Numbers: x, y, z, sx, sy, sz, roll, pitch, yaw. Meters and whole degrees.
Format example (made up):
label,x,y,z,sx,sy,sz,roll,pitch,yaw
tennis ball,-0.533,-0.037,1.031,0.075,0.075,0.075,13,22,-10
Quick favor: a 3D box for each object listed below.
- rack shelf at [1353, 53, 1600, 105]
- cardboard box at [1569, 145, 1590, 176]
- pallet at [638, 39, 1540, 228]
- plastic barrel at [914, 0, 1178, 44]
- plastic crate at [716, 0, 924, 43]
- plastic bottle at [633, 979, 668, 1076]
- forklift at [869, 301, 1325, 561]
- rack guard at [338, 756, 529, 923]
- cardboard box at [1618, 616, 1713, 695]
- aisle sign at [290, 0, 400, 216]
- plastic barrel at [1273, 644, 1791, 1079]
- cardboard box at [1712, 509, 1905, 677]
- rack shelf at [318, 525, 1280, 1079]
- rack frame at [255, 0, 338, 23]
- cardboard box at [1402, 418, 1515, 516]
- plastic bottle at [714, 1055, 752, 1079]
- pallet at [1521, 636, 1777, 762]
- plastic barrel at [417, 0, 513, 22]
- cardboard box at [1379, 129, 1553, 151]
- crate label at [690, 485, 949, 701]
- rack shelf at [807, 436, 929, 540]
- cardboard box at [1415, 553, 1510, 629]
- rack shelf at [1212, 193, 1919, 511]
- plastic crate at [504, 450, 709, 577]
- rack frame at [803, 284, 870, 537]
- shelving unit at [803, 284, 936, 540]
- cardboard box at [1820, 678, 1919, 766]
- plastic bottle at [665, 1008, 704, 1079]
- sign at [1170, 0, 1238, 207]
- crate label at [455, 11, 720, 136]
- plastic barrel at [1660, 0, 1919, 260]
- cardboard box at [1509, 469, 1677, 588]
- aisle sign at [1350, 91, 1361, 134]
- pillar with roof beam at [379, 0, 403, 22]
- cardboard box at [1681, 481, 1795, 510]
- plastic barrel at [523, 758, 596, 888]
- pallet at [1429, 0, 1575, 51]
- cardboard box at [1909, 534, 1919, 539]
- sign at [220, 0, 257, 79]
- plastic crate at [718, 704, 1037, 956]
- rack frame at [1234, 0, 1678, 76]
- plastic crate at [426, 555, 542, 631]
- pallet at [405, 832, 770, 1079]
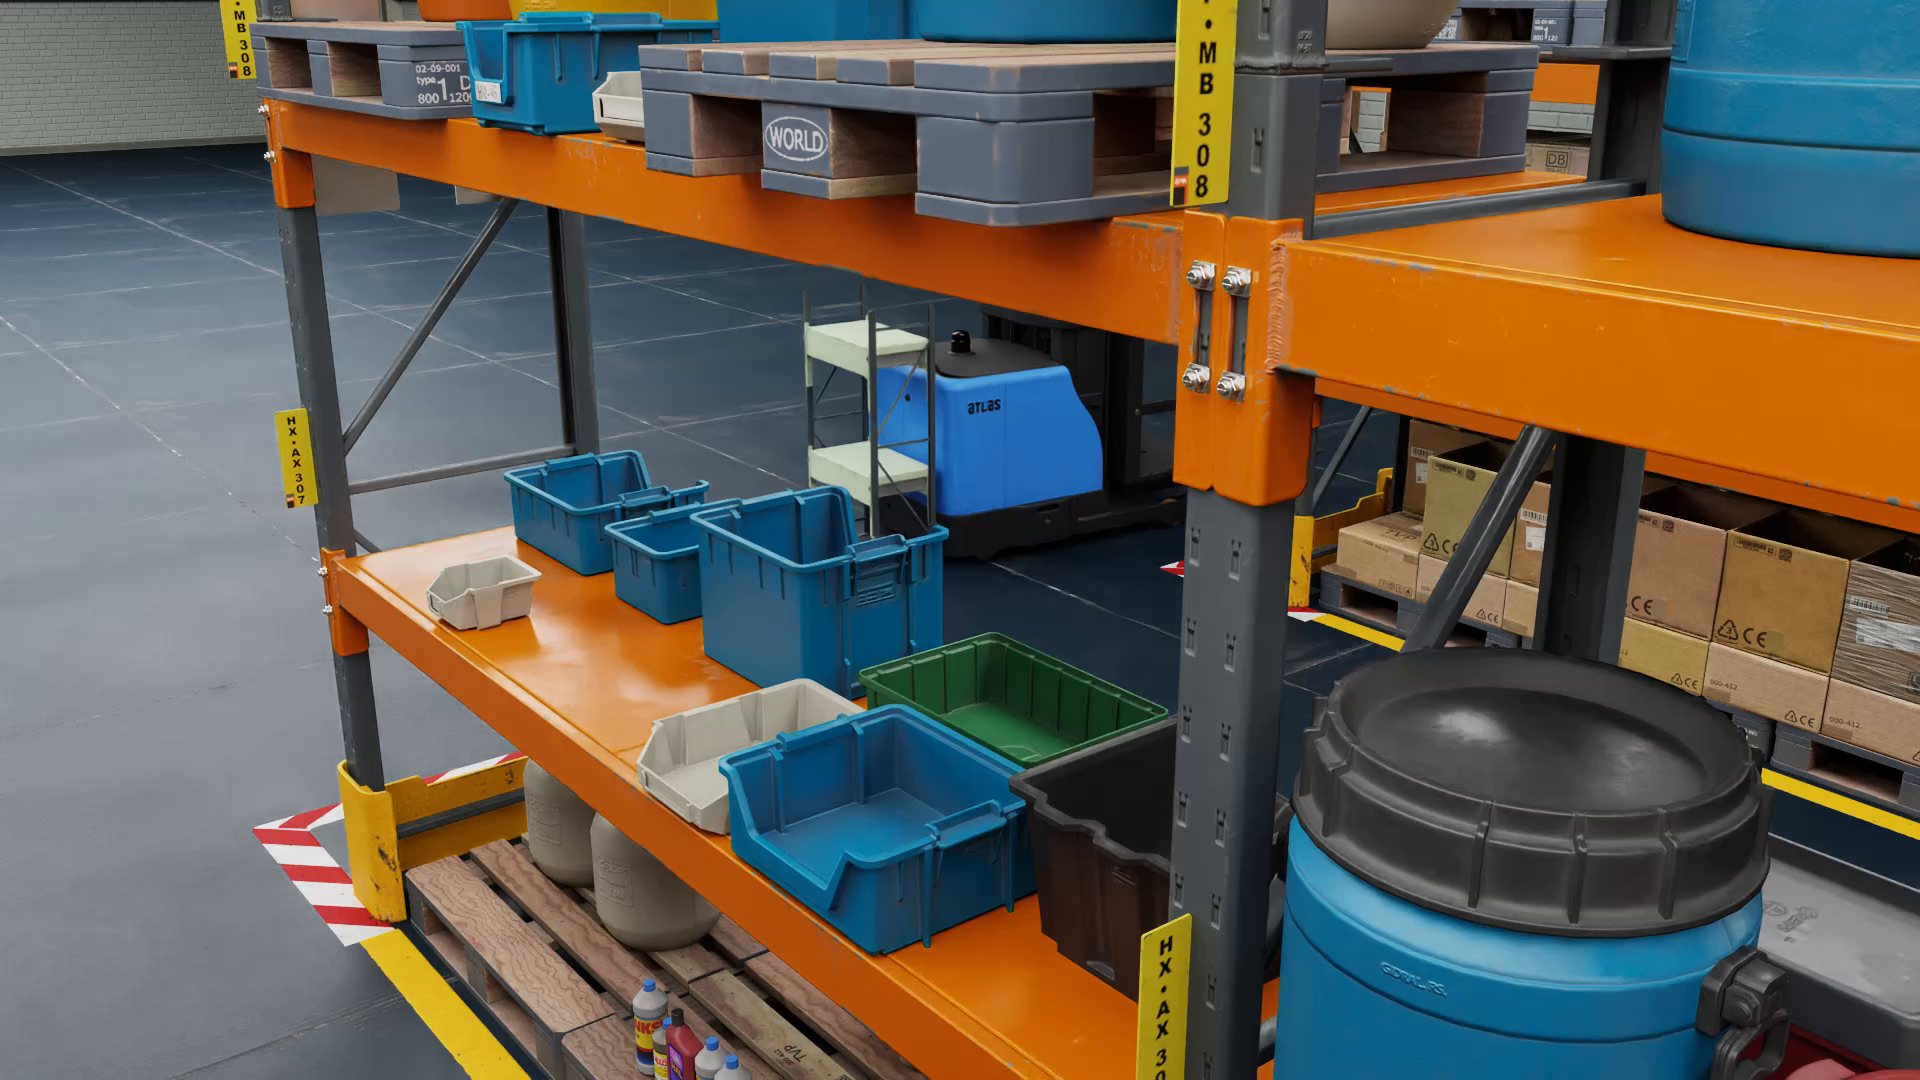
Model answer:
label,x,y,z,sx,sy,sz,roll,pitch,yaw
rack shelf,3.384,-1.797,6.891,1.077,0.370,4.000,-14,23,-36
cardboard box,3.100,-1.488,7.361,0.700,0.500,0.500,-14,23,-36
pallet,0.216,-0.749,2.882,1.213,0.211,1.003,-14,23,-36
plastic barrel,0.207,-1.384,3.032,0.600,0.901,0.708,-14,23,-36
plastic crate,-0.323,-1.247,4.110,0.392,0.384,0.575,-14,23,-36
plastic bottle,-0.861,1.352,4.648,0.097,0.271,0.097,0,18,0
forklift,0.947,-1.605,10.047,3.031,2.935,1.130,-11,21,-30
rack guard,-1.658,0.954,6.185,1.175,0.500,0.348,-14,23,-36
cardboard box,3.231,0.444,7.456,0.500,0.250,0.500,-14,23,-36
aisle sign,-2.017,-1.436,5.293,0.394,0.787,0.004,-14,23,-36
plastic barrel,0.743,0.660,2.299,0.600,0.901,0.708,-14,23,-36
cardboard box,3.552,0.208,6.974,0.500,0.500,0.500,-14,23,-36
rack shelf,-0.501,0.593,4.446,1.077,0.370,4.000,-14,23,-36
rack frame,-1.743,-3.090,4.878,1.000,3.000,0.127,-14,23,-36
cardboard box,2.709,-0.384,8.762,0.500,0.500,0.500,-14,23,-36
plastic bottle,-0.586,1.461,4.318,0.097,0.271,0.097,0,18,0
pallet,3.404,0.597,7.724,1.003,0.211,1.213,-14,23,-36
plastic barrel,-1.341,-1.974,4.929,0.600,0.830,0.708,-14,23,-36
cardboard box,2.455,-1.740,8.124,0.700,0.500,0.500,-14,23,-36
crate label,-0.388,0.142,4.605,0.502,0.435,0.616,-14,23,-36
rack shelf,-0.508,-0.307,9.441,0.431,0.370,0.720,-11,22,-31
cardboard box,2.615,0.196,8.204,0.500,0.250,0.500,-14,23,-36
rack shelf,1.983,0.154,0.997,1.077,0.370,4.000,-14,23,-36
plastic crate,-1.197,-0.106,5.648,0.499,0.251,0.616,-14,23,-36
rack frame,-0.706,-0.713,9.630,0.400,1.500,0.023,-11,22,-31
shelving unit,-0.508,-0.617,9.339,0.431,1.500,0.755,-11,22,-31
cardboard box,3.864,0.687,6.721,0.500,0.250,0.500,-14,23,-36
plastic bottle,-0.735,1.406,4.467,0.061,0.283,0.133,-14,23,-35
sign,0.303,-0.580,2.055,0.100,0.325,0.005,-14,23,-36
crate label,-0.839,-1.069,3.785,0.502,0.251,0.408,-14,23,-36
plastic barrel,1.227,-0.835,2.043,0.600,0.901,0.708,-14,23,-36
cardboard box,2.934,-0.039,7.720,0.500,0.500,0.500,-14,23,-36
aisle sign,1.862,-2.398,8.197,0.394,0.787,0.004,-14,23,-36
pillar with roof beam,-14.865,-11.572,30.494,9.100,9.000,0.400,-14,23,-36
cardboard box,3.651,-0.017,7.654,0.500,0.500,0.500,-14,23,-36
plastic barrel,-1.274,0.887,5.701,0.421,0.512,0.421,0,18,0
pallet,2.561,-2.410,7.739,1.003,0.211,1.213,-14,23,-36
cardboard box,4.267,0.231,6.906,0.500,0.500,0.500,-14,23,-36
sign,-2.176,-1.564,5.027,0.100,0.325,0.005,-14,23,-36
plastic crate,-0.159,0.595,3.531,0.499,0.251,0.616,-14,23,-36
rack frame,0.741,-2.104,1.901,1.000,3.000,0.127,-14,23,-36
plastic crate,-1.439,0.167,5.007,0.298,0.136,0.250,-14,23,-36
pallet,-1.158,1.293,5.623,1.003,0.211,1.213,-14,23,-36
